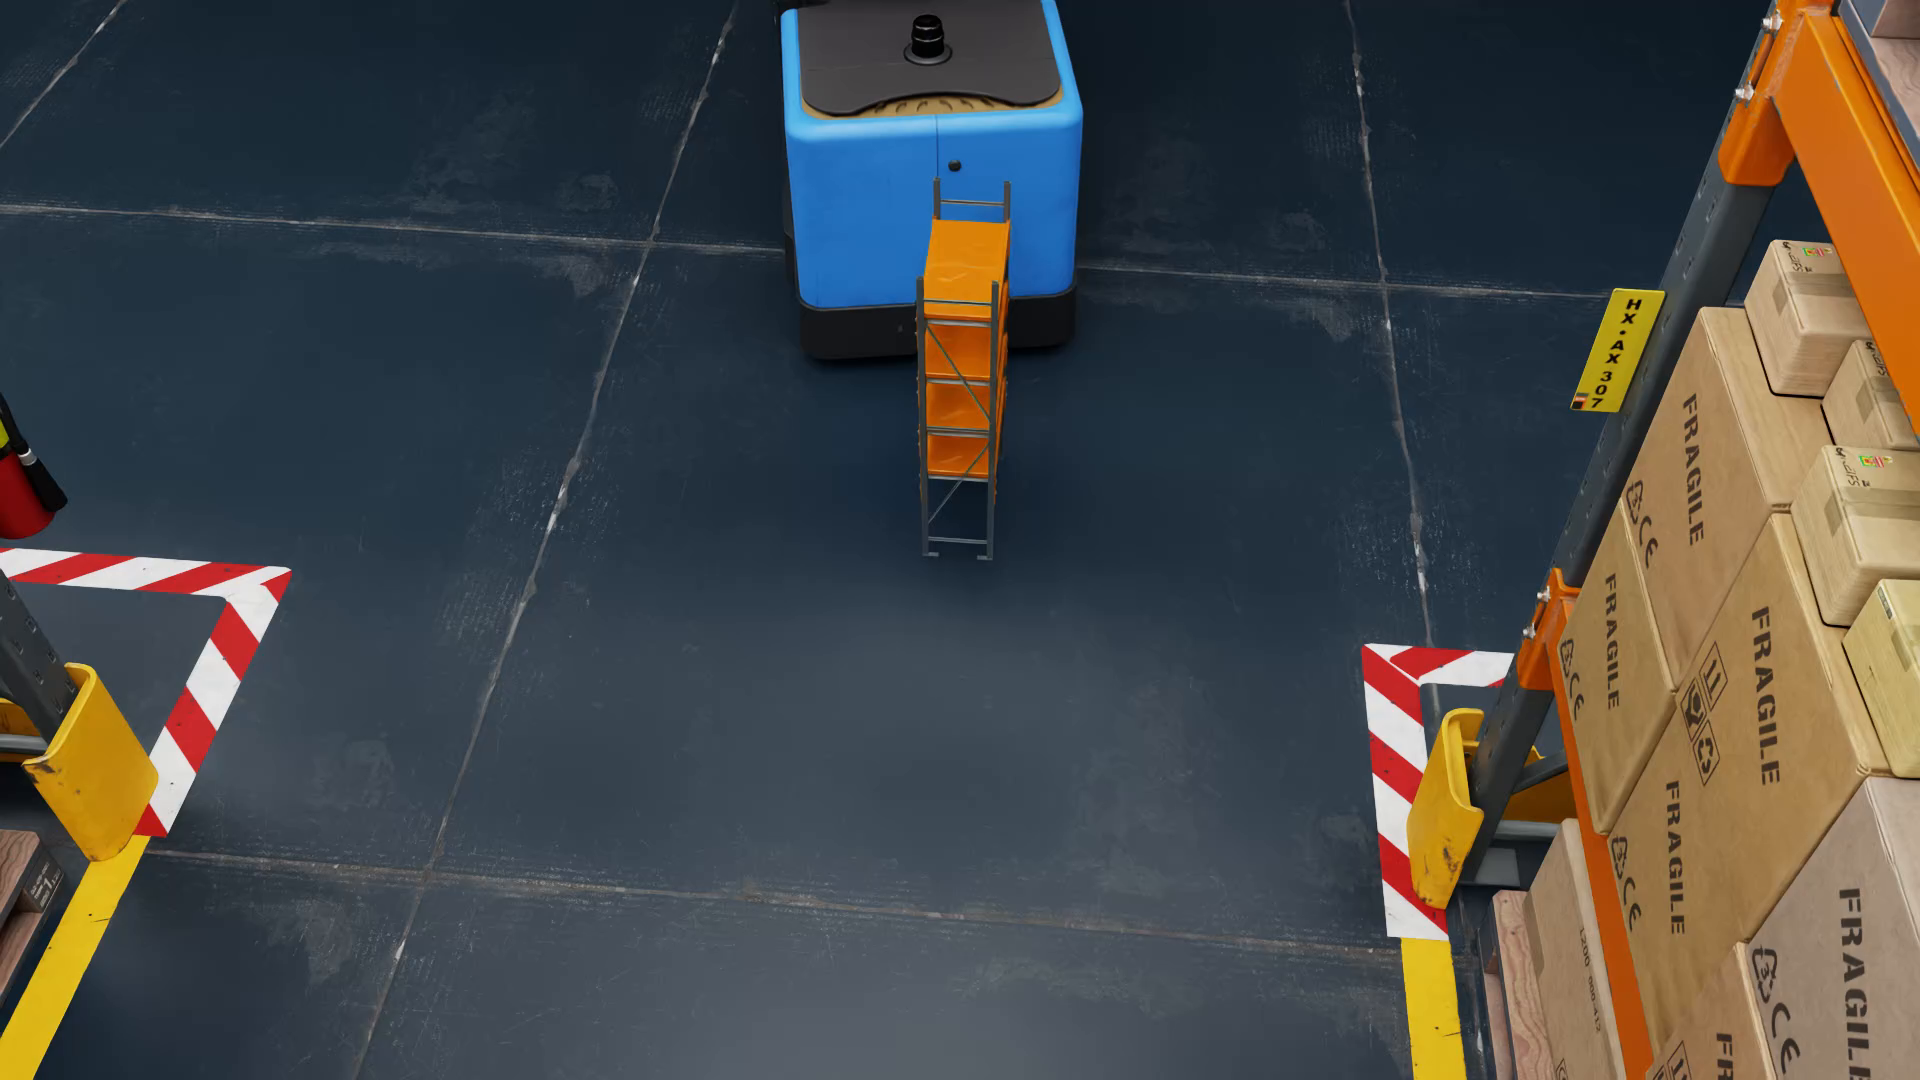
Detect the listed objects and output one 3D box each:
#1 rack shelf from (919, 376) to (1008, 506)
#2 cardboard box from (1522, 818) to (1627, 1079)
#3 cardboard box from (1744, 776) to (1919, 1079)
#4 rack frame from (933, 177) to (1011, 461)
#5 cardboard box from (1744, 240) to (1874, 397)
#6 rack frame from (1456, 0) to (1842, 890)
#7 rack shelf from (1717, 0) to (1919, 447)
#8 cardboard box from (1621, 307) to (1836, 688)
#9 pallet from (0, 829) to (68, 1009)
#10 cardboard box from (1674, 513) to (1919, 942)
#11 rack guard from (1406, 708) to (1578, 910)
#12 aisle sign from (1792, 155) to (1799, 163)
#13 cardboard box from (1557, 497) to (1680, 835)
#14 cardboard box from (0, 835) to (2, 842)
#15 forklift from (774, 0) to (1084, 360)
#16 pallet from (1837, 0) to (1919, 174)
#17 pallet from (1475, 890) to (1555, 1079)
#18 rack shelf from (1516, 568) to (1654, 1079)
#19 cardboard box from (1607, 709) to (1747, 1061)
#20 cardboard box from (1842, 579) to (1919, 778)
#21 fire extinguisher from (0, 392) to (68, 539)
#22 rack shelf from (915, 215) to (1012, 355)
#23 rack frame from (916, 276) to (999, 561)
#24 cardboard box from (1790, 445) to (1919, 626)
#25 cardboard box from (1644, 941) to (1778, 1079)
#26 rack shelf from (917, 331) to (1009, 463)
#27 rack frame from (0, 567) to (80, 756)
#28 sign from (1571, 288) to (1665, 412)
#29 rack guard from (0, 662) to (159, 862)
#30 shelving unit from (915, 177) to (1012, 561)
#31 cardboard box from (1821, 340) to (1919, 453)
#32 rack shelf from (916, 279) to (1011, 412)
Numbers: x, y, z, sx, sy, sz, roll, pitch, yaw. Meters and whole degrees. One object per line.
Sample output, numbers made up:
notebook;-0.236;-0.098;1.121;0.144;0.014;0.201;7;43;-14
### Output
rack shelf;0.015;-0.347;5.615;0.258;0.148;0.480;4;48;4
cardboard box;1.945;1.188;4.082;0.875;0.438;0.875;2;48;2
cardboard box;1.499;0.695;2.336;0.500;0.500;0.500;4;48;3
rack frame;0.037;-0.706;5.582;0.240;1.200;0.015;4;48;4
cardboard box;1.598;-0.374;2.874;0.380;0.149;0.250;5;48;4
rack frame;1.906;-0.026;3.741;1.000;3.000;0.127;4;48;4
rack shelf;1.724;0.674;1.556;1.077;0.370;4.000;4;48;4
cardboard box;1.579;-0.064;3.030;0.500;0.500;0.500;3;48;3
pallet;-3.149;1.307;4.412;1.003;0.211;1.213;4;48;4
cardboard box;1.538;0.316;2.683;0.500;0.500;0.500;3;48;2
rack guard;1.908;0.800;4.680;1.175;0.500;0.348;4;48;4
aisle sign;1.624;-0.976;2.848;0.394;0.787;0.004;4;48;4
cardboard box;1.576;0.273;3.399;0.500;0.500;0.500;4;48;3
cardboard box;-2.797;0.842;4.393;0.380;0.149;0.250;3;48;2
forklift;-0.218;-2.762;6.290;1.130;2.935;3.031;-4;48;-4
pallet;1.849;-0.463;2.168;1.003;0.211;1.213;4;48;4
pallet;1.911;1.508;4.228;1.003;0.211;1.213;4;48;4
rack shelf;1.724;1.686;2.662;1.077;0.370;4.000;4;48;4
cardboard box;1.558;0.647;3.058;0.500;0.500;0.500;3;48;3
cardboard box;1.501;0.201;2.348;0.380;0.149;0.250;2;48;2
fire extinguisher;-2.550;-0.287;4.285;0.296;0.674;0.183;4;48;4
rack shelf;0.015;-0.792;5.129;0.258;0.148;0.480;4;48;4
rack frame;-0.007;-0.347;5.255;0.240;1.200;0.015;4;48;4
cardboard box;1.507;0.007;2.526;0.380;0.149;0.250;5;48;5
cardboard box;1.494;1.020;2.717;0.500;0.500;0.500;4;48;3
rack shelf;0.015;-0.481;5.468;0.258;0.148;0.480;4;48;4
rack frame;-3.033;-0.285;3.978;1.000;3.000;0.127;4;48;4
sign;1.354;-0.387;3.431;0.100;0.325;0.005;4;48;4
rack guard;-3.040;0.615;4.849;1.175;0.500;0.348;4;48;4
shelving unit;0.015;-0.527;5.419;0.258;1.200;0.503;4;48;4
cardboard box;1.645;-0.177;2.694;0.380;0.149;0.250;5;48;4
rack shelf;0.015;-0.632;5.303;0.258;0.148;0.480;4;48;4
